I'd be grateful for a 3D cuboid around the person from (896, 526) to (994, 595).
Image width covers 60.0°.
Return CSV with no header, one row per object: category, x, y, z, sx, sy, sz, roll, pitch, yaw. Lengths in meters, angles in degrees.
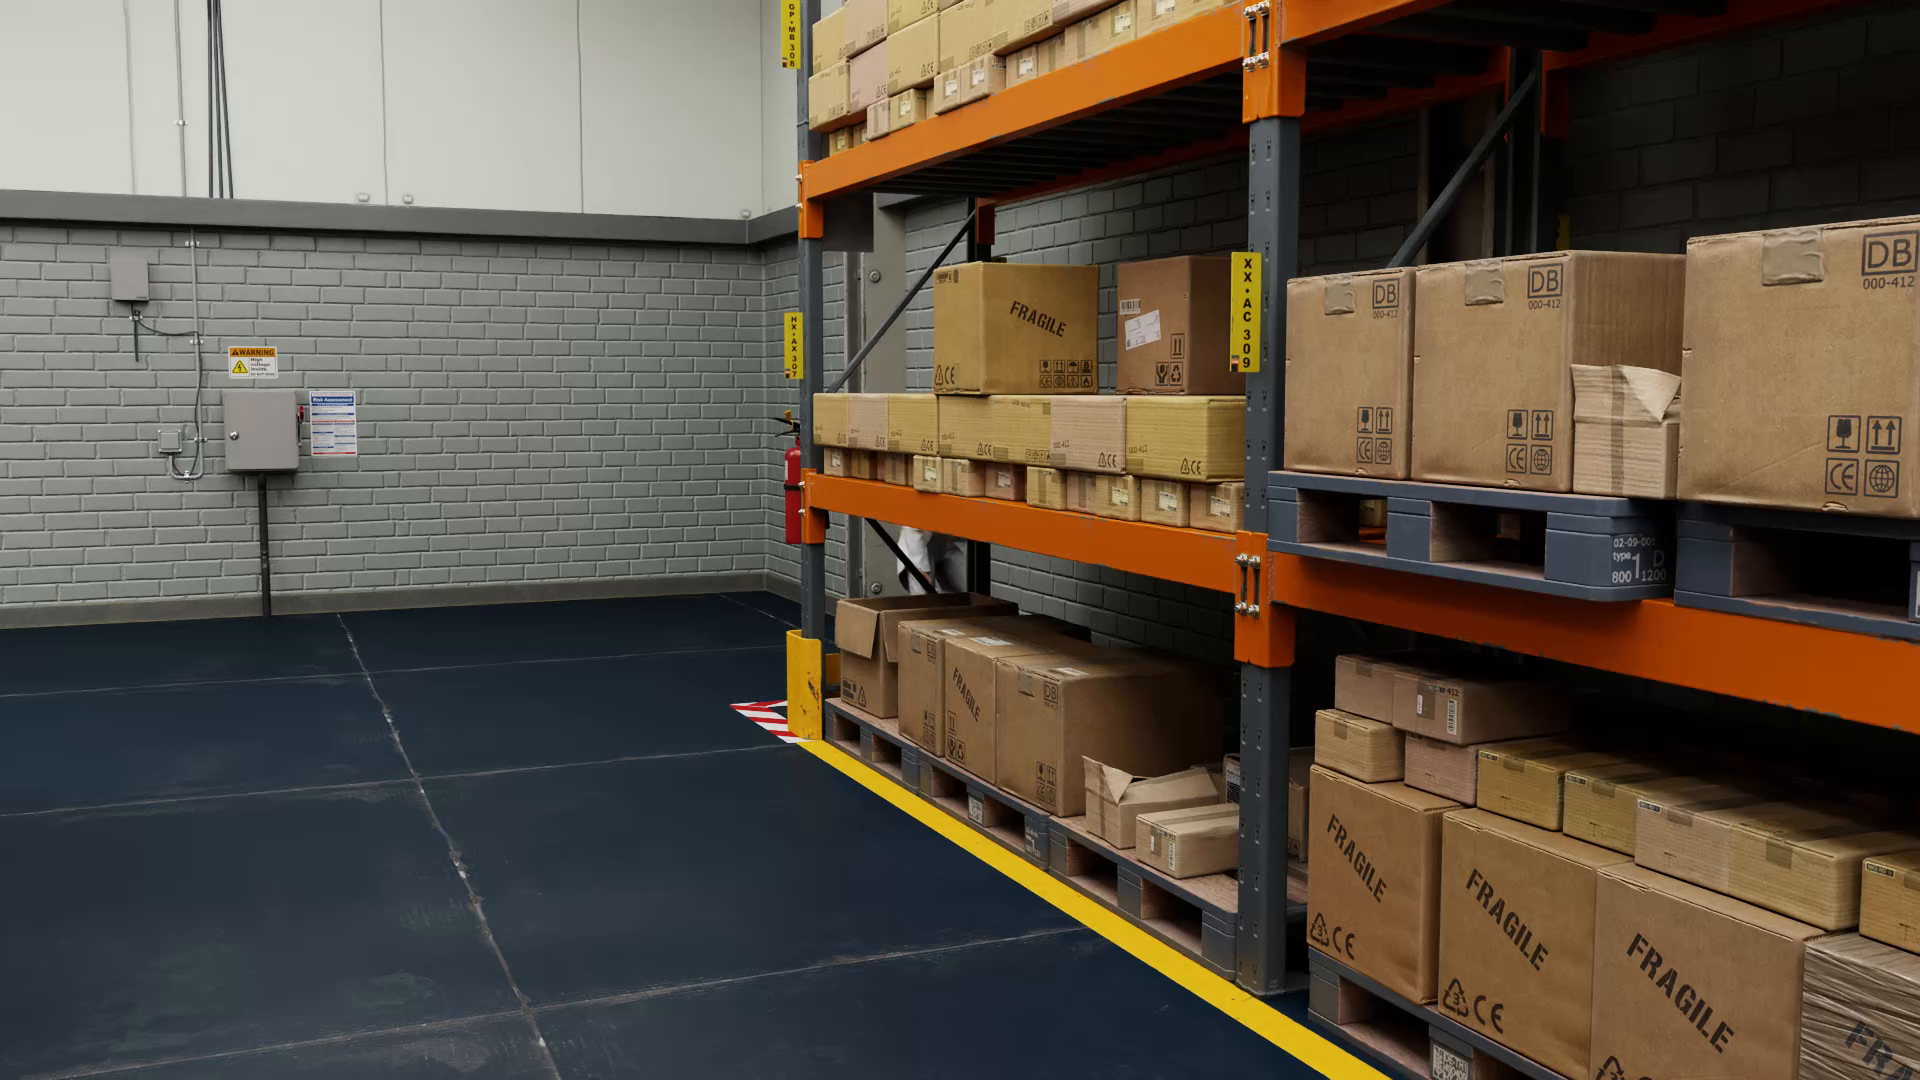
person,-0.078,0.101,10.211,0.631,1.393,0.737,-2,5,-17
